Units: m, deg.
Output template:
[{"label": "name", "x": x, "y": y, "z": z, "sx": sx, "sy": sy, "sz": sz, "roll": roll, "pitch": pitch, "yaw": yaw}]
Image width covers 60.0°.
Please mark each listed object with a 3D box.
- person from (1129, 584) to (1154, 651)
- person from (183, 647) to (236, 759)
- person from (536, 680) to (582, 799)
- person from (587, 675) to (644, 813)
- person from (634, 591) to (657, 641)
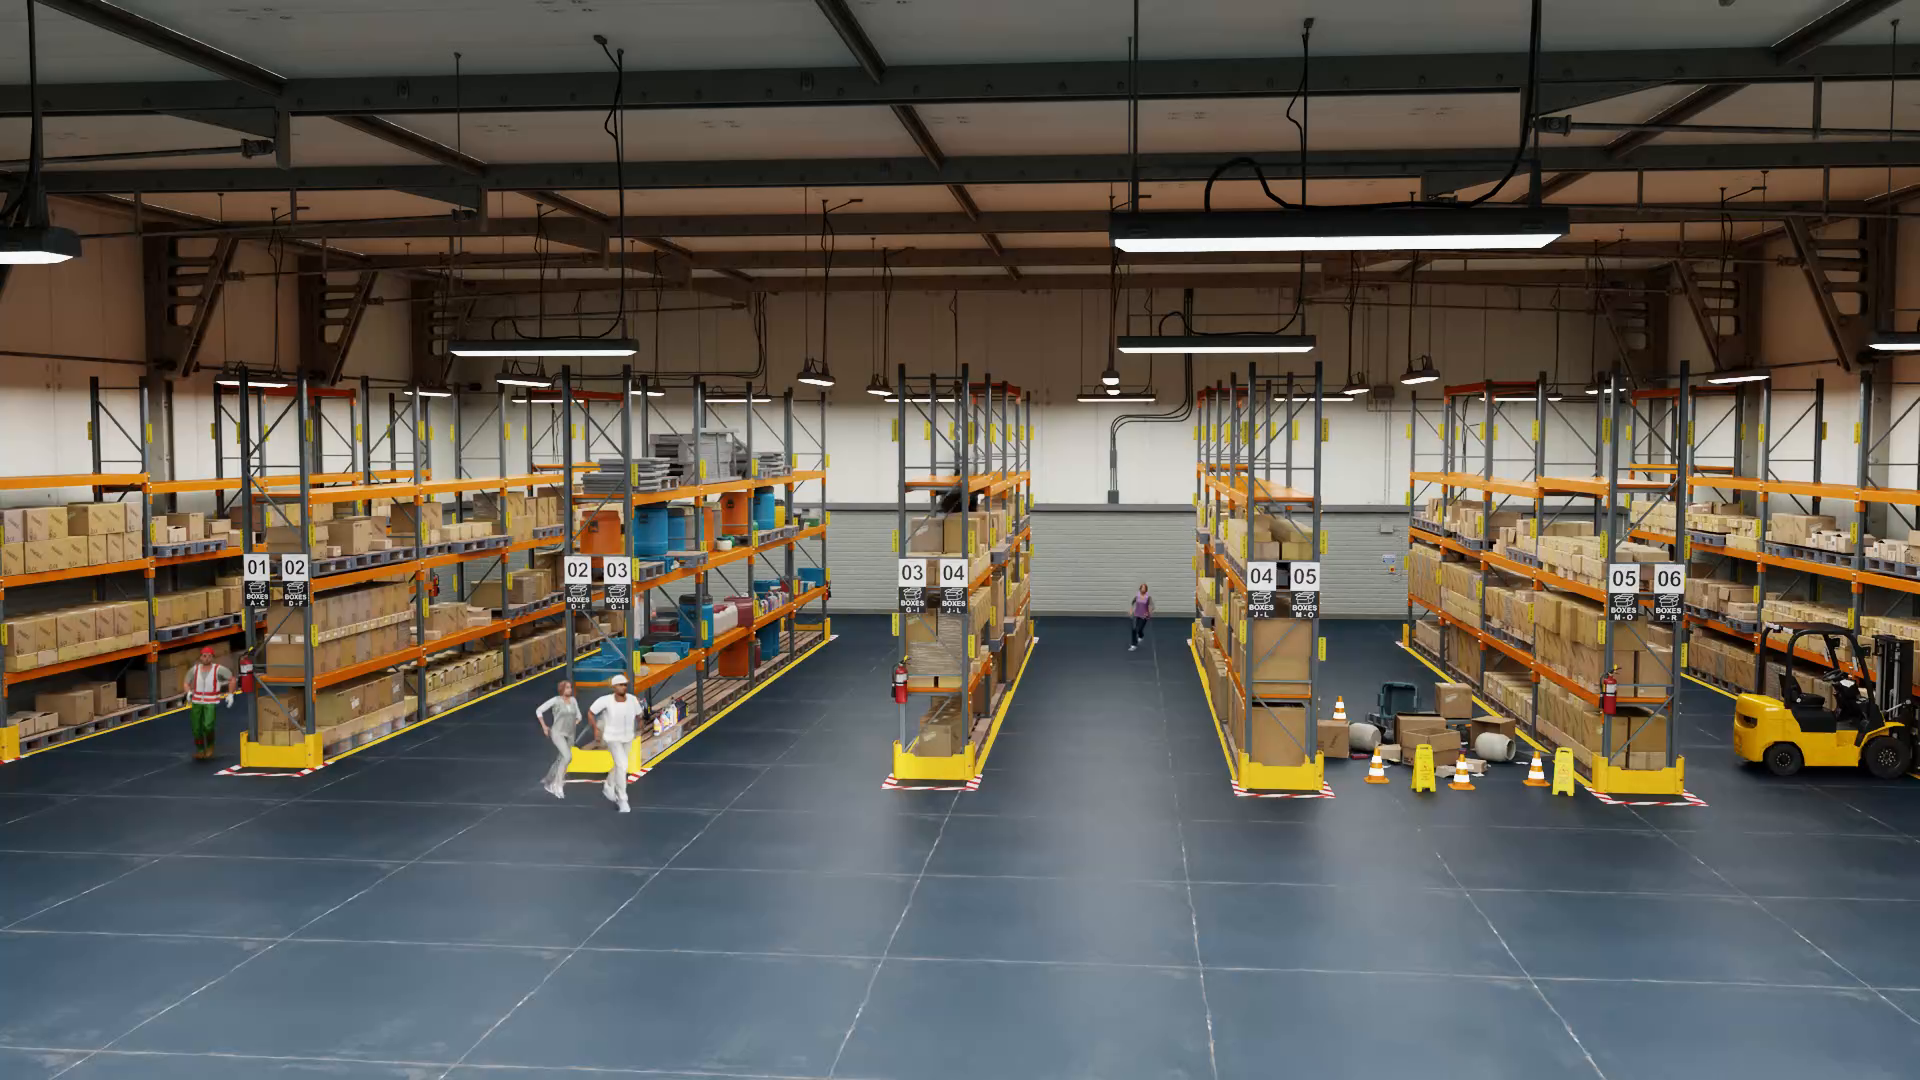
[{"label": "person", "x": 4.195, "y": 1.776, "z": 38.465, "sx": 0.586, "sy": 1.550, "sz": 0.568, "roll": 1, "pitch": 4, "yaw": 19}, {"label": "person", "x": -11.490, "y": 2.489, "z": 25.388, "sx": 0.727, "sy": 1.731, "sz": 0.581, "roll": -1, "pitch": 4, "yaw": -8}, {"label": "person", "x": -5.500, "y": 2.740, "z": 23.009, "sx": 0.603, "sy": 1.603, "sz": 0.541, "roll": 2, "pitch": 4, "yaw": 33}, {"label": "person", "x": -4.564, "y": 2.699, "z": 22.257, "sx": 0.797, "sy": 1.819, "sz": 0.683, "roll": 3, "pitch": 5, "yaw": 43}, {"label": "person", "x": -6.825, "y": 1.834, "z": 35.581, "sx": 0.661, "sy": 1.740, "sz": 0.606, "roll": 0, "pitch": 4, "yaw": -6}]
